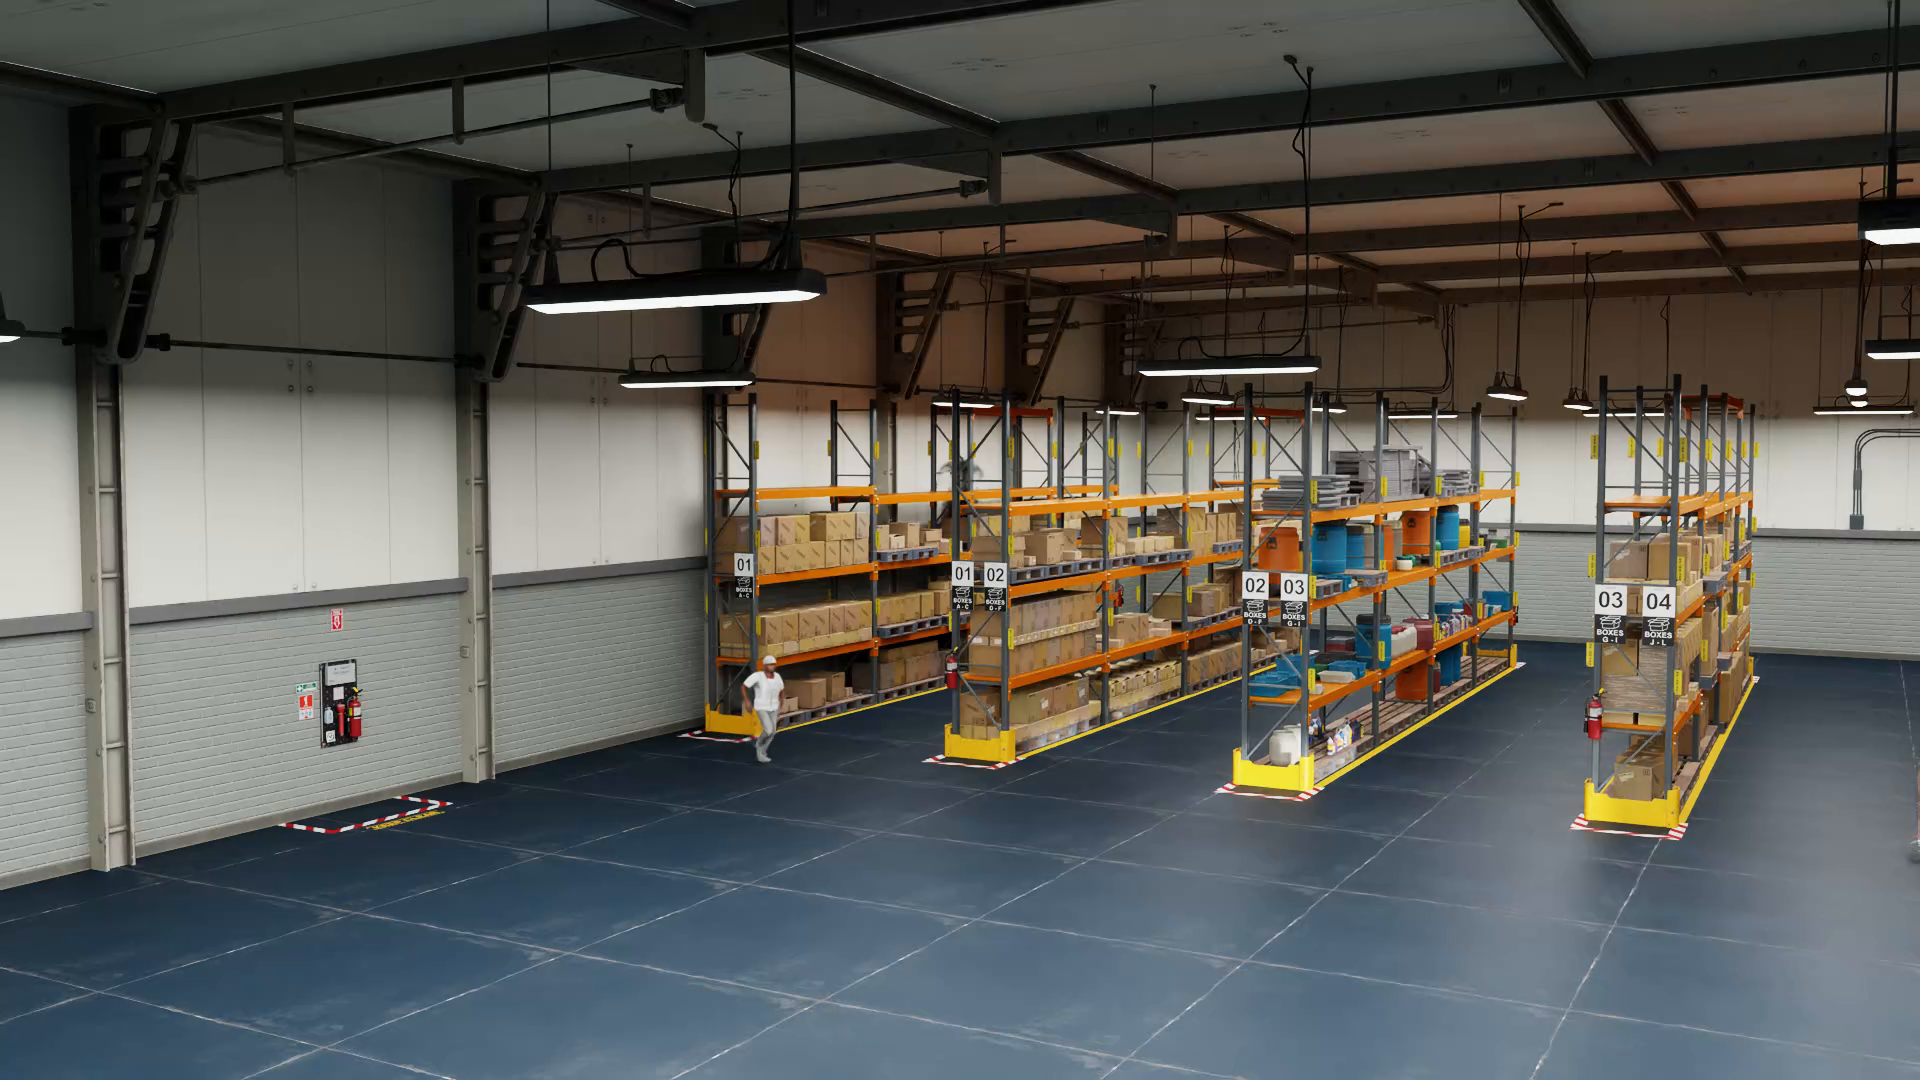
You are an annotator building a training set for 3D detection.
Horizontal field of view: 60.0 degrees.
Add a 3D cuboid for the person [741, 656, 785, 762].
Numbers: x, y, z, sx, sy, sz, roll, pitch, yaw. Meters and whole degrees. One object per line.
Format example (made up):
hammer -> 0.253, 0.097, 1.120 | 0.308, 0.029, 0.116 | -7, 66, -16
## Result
person -> -3.099, 2.701, 26.552 | 0.753, 1.719, 0.557 | -2, 4, -37
